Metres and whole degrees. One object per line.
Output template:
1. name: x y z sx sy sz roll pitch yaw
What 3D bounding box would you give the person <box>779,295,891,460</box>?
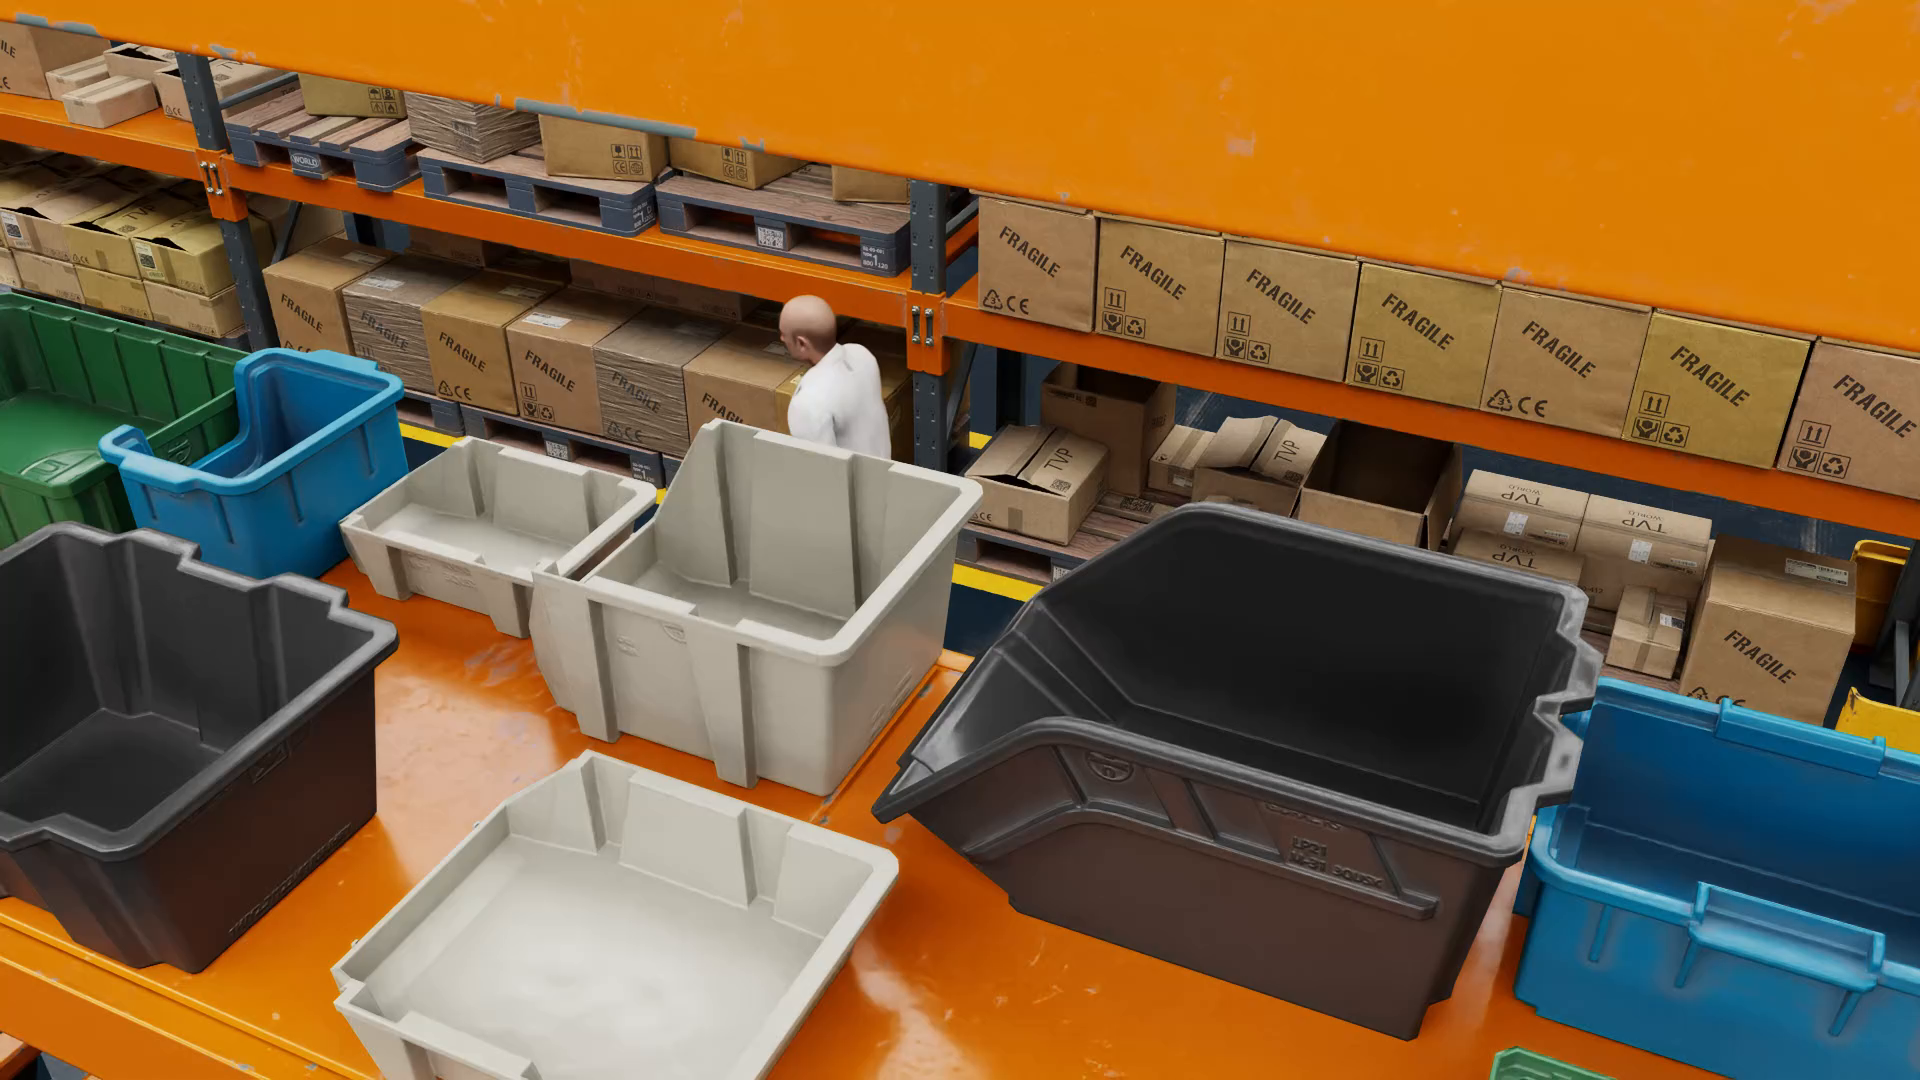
1. person: -0.481 -0.115 6.332 0.429 1.772 0.643 13 35 18
